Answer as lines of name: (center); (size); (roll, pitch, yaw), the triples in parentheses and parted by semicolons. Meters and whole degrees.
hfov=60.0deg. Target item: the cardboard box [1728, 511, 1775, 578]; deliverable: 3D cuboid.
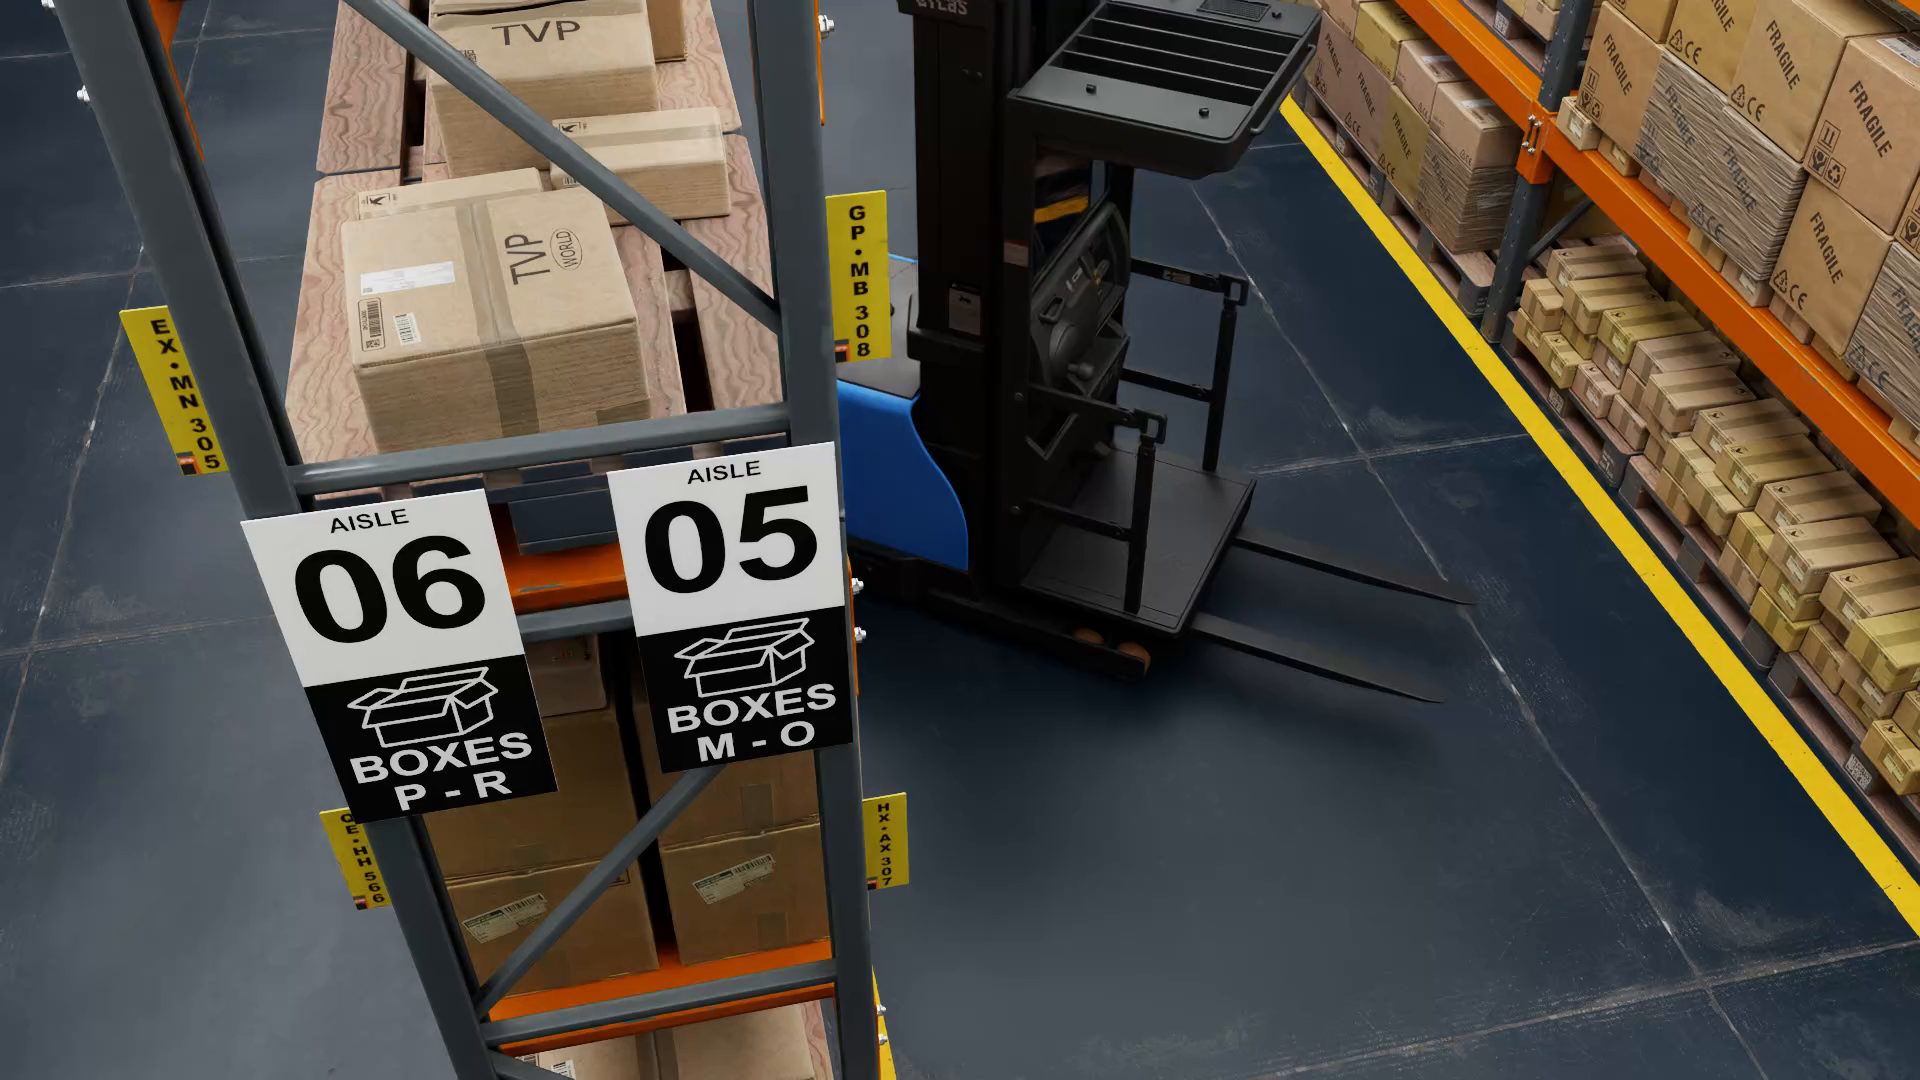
cardboard box: (3.432, 0.001, 6.878); (0.380, 0.149, 0.250); (-6, 42, -7)

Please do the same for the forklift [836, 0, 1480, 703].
forklift: (0.653, -0.916, 6.355); (3.031, 2.935, 1.130); (17, 44, 18)

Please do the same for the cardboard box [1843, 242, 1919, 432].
cardboard box: (3.527, -0.721, 5.785); (0.500, 0.500, 0.500); (-8, 42, -9)

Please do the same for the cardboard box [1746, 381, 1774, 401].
cardboard box: (3.793, -0.609, 7.565); (0.380, 0.149, 0.250); (-7, 42, -8)

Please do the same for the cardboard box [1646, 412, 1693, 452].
cardboard box: (3.324, -0.510, 7.453); (0.380, 0.149, 0.250); (-7, 42, -7)

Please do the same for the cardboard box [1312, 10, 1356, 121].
cardboard box: (2.504, -2.912, 10.119); (0.500, 0.500, 0.500); (-9, 42, -10)

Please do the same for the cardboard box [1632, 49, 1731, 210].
cardboard box: (3.211, -1.721, 6.912); (0.500, 0.500, 0.500); (-8, 42, -9)

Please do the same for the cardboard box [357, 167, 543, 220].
cardboard box: (-1.065, -0.643, 3.535); (0.380, 0.149, 0.250); (-11, 43, -13)

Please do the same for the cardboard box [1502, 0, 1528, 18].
cardboard box: (2.901, -2.710, 8.198); (0.380, 0.149, 0.250); (-8, 42, -9)

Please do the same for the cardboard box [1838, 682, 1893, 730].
cardboard box: (3.655, 0.606, 6.421); (0.380, 0.149, 0.250); (-9, 42, -9)

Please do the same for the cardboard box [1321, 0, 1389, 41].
cardboard box: (2.489, -3.212, 9.892); (0.500, 0.250, 0.500); (-8, 42, -9)

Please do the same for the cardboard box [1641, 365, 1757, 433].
cardboard box: (3.267, -0.623, 7.357); (0.380, 0.149, 0.250); (-7, 42, -8)

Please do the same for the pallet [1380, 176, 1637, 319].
pallet: (3.067, -1.711, 9.300); (1.003, 0.211, 1.213); (-8, 42, -9)

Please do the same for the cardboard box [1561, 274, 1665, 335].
cardboard box: (3.110, -1.123, 7.920); (0.380, 0.149, 0.250); (-6, 42, -7)

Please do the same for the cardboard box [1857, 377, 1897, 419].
cardboard box: (3.562, -0.581, 6.116); (0.380, 0.149, 0.250); (-10, 43, -11)

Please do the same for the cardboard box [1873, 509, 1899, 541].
cardboard box: (3.896, -0.077, 6.966); (0.380, 0.149, 0.250); (-6, 42, -7)

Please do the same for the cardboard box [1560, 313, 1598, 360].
cardboard box: (3.145, -1.019, 8.028); (0.380, 0.149, 0.250); (-8, 42, -9)

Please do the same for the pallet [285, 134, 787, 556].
pallet: (-0.882, -0.450, 3.586); (1.003, 0.211, 1.213); (-8, 42, -9)

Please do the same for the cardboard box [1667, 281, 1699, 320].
cardboard box: (3.661, -1.209, 8.018); (0.380, 0.149, 0.250); (-8, 42, -9)

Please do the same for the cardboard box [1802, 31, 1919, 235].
cardboard box: (3.411, -1.447, 5.849); (0.500, 0.500, 0.500); (-10, 43, -11)

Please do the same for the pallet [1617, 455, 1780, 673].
pallet: (3.683, 0.016, 7.354); (1.003, 0.211, 1.213); (-8, 42, -9)

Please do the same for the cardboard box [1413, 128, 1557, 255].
cardboard box: (2.831, -1.915, 8.996); (0.500, 0.500, 0.500); (-9, 42, -10)

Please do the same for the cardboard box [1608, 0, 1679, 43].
cardboard box: (3.096, -2.444, 6.973); (0.500, 0.500, 0.500); (-7, 42, -8)

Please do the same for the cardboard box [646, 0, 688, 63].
cardboard box: (-1.000, -1.564, 4.307); (0.500, 0.500, 0.500); (-8, 42, -9)

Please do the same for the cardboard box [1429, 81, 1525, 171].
cardboard box: (2.829, -2.199, 8.751); (0.500, 0.250, 0.500); (-9, 42, -10)

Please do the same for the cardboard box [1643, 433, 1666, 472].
cardboard box: (3.359, -0.405, 7.560); (0.380, 0.149, 0.250); (-10, 43, -11)

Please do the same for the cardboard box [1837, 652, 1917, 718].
cardboard box: (3.593, 0.504, 6.312); (0.380, 0.149, 0.250); (-10, 43, -11)

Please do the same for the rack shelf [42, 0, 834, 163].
rack shelf: (-1.143, -2.003, 3.853); (1.077, 0.370, 4.000); (-8, 42, -9)

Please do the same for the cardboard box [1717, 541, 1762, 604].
cardboard box: (3.434, 0.111, 6.978); (0.380, 0.149, 0.250); (-8, 42, -8)

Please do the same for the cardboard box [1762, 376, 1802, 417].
cardboard box: (3.851, -0.707, 7.452); (0.380, 0.149, 0.250); (-10, 43, -11)

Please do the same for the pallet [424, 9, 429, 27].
pallet: (-1.409, -2.031, 5.368); (1.003, 0.211, 1.213); (-8, 42, -9)

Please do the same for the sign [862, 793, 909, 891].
sign: (-0.168, 0.689, 3.784); (0.100, 0.325, 0.005); (-8, 42, -9)

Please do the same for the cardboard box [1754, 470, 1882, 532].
cardboard box: (3.505, -0.127, 6.799); (0.380, 0.149, 0.250); (-10, 43, -11)

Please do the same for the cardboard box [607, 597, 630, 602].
cardboard box: (-0.644, 0.035, 3.916); (0.380, 0.149, 0.250); (-7, 42, -8)

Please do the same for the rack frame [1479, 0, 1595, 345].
rack frame: (3.237, -2.249, 7.806); (1.000, 3.000, 0.127); (-8, 42, -9)

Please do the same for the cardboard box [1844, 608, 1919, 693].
cardboard box: (3.560, 0.403, 6.202); (0.380, 0.149, 0.250); (-9, 42, -10)

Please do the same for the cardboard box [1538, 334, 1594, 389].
cardboard box: (3.059, -0.886, 8.101); (0.380, 0.149, 0.250); (-7, 42, -8)

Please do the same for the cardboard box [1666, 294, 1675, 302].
cardboard box: (3.685, -1.119, 8.140); (0.380, 0.149, 0.250); (-10, 43, -11)

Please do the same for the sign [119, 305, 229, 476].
sign: (-1.244, -0.236, 2.671); (0.100, 0.325, 0.005); (-8, 42, -9)

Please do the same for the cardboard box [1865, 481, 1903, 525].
cardboard box: (4.015, -0.208, 6.890); (0.380, 0.149, 0.250); (-8, 42, -9)

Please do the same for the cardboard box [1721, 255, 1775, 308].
cardboard box: (3.310, -1.078, 6.676); (0.380, 0.149, 0.250); (-7, 42, -7)

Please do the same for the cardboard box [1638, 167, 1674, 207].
cardboard box: (3.215, -1.603, 7.267); (0.380, 0.149, 0.250); (-10, 43, -11)

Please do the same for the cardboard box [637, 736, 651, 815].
cardboard box: (-1.168, 0.479, 4.658); (0.500, 0.500, 0.500); (-9, 42, -10)
